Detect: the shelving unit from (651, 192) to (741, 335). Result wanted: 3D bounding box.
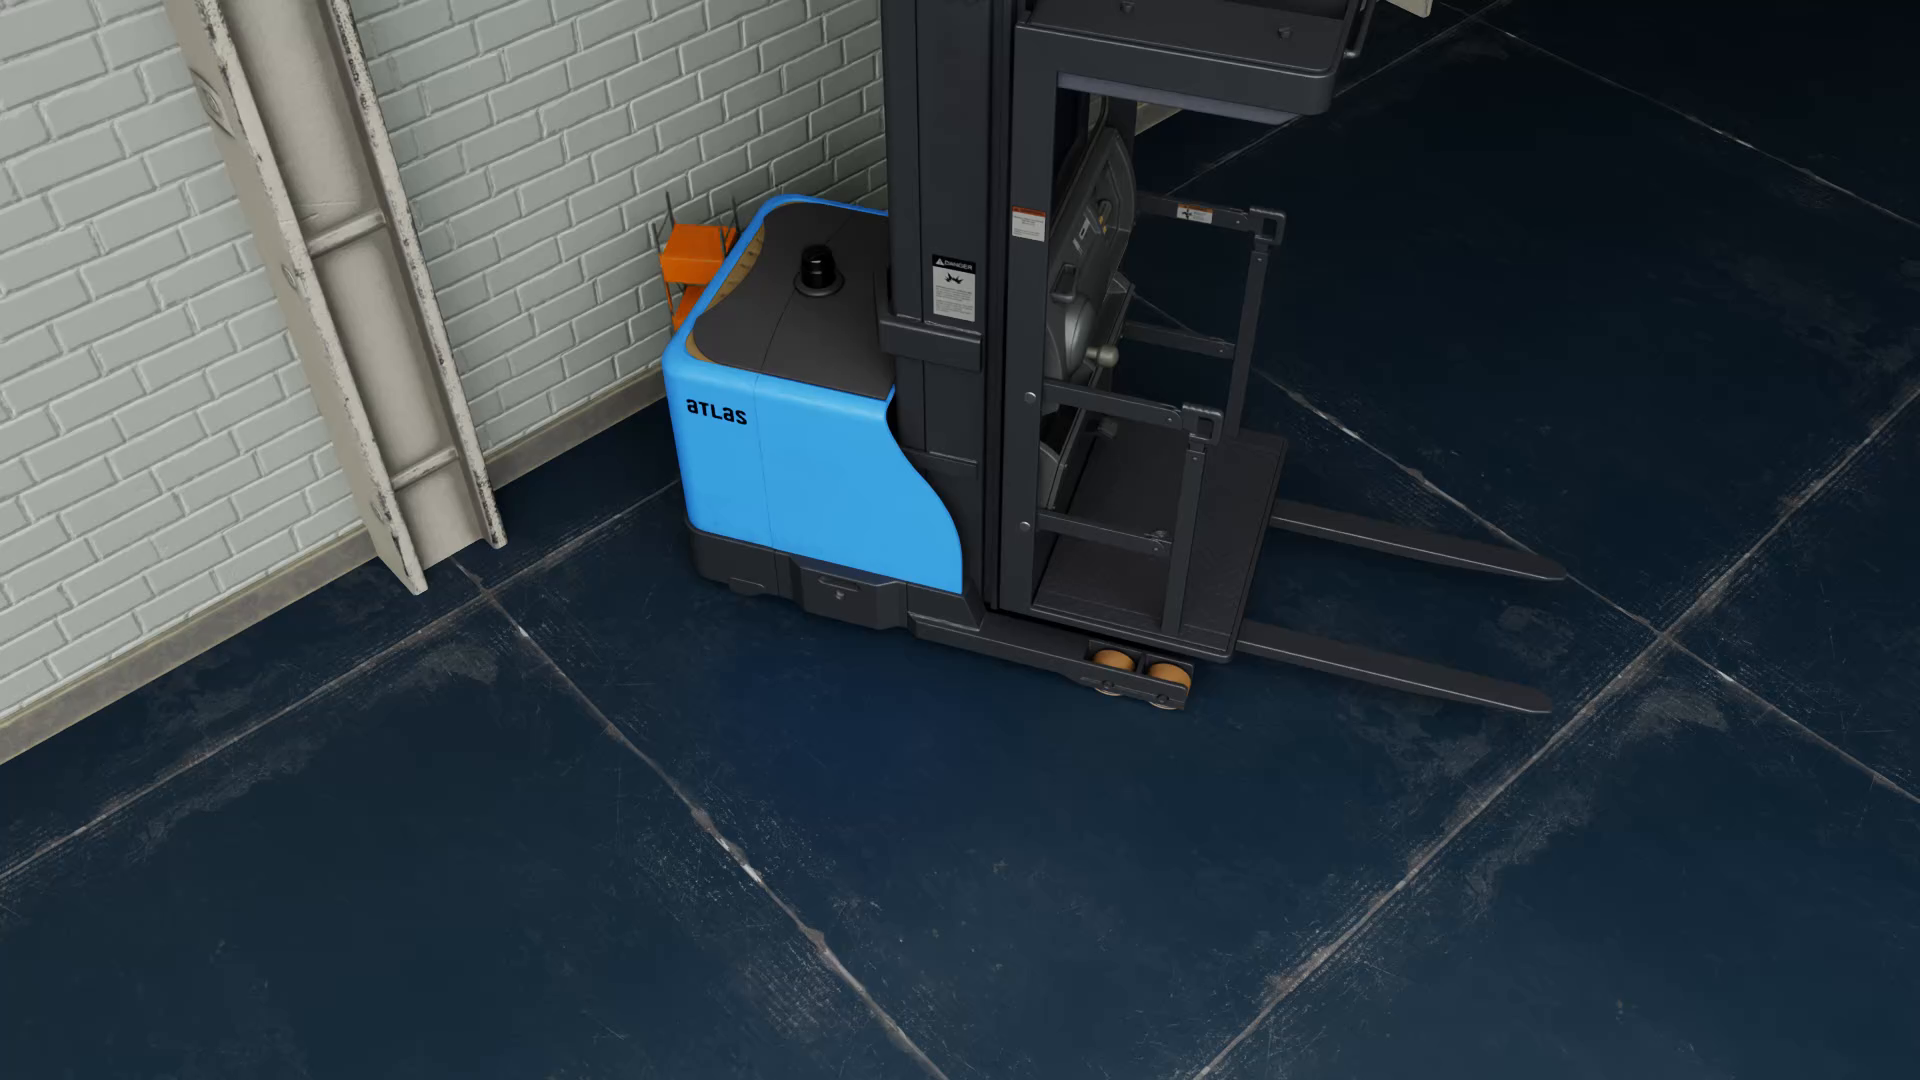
[{"bbox_3d":[-0.927,-0.813,6.279,0.252,1.050,0.215,5,48,7],"label":"shelving unit"}]

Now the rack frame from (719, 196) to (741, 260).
[{"bbox_3d":[-0.806,-0.802,6.263,0.008,1.050,0.200,5,48,7],"label":"rack frame"}]

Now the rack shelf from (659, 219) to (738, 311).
[{"bbox_3d":[-0.937,-0.997,6.078,0.240,0.259,0.215,5,48,7],"label":"rack shelf"}]

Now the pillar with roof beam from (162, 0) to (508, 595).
[{"bbox_3d":[0.953,-0.688,0.762,0.400,9.000,9.100,-34,56,-27],"label":"pillar with roof beam"}]

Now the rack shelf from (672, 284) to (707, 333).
[{"bbox_3d":[-0.927,-0.805,6.287,0.240,0.259,0.215,5,48,7],"label":"rack shelf"}]

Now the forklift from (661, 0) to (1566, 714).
[{"bbox_3d":[0.592,-0.854,5.043,3.031,2.935,1.130,13,49,12],"label":"forklift"}]

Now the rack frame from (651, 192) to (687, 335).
[{"bbox_3d":[-1.048,-0.823,6.294,0.008,1.050,0.200,5,48,7],"label":"rack frame"}]
